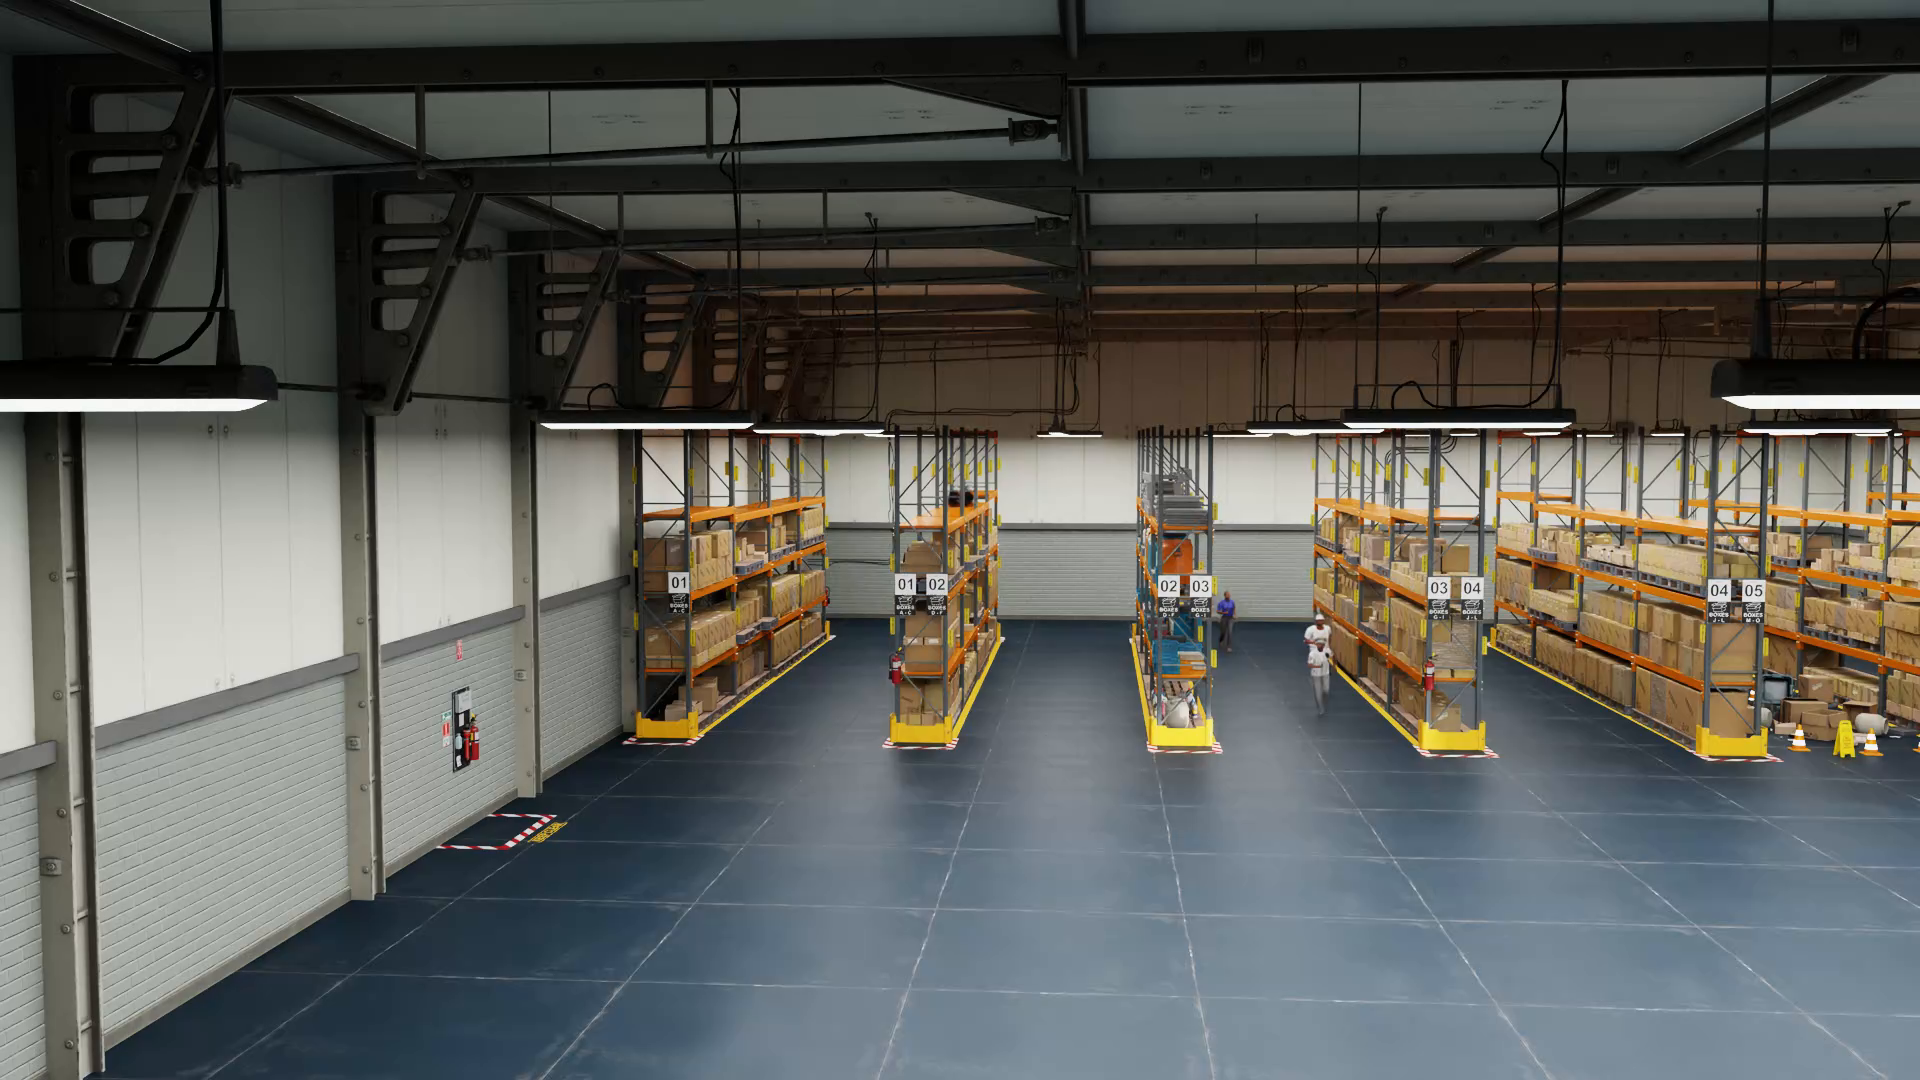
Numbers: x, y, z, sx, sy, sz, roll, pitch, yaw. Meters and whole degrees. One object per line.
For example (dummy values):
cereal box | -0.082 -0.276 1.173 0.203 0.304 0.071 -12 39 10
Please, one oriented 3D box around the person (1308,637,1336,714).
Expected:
person | 7.500 2.810 34.434 0.610 1.644 0.758 0 3 3

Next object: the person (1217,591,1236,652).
person | 7.217 2.188 45.021 0.584 1.627 0.834 0 3 -6

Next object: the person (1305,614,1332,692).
person | 8.132 2.563 37.742 0.640 1.796 0.890 0 3 5
